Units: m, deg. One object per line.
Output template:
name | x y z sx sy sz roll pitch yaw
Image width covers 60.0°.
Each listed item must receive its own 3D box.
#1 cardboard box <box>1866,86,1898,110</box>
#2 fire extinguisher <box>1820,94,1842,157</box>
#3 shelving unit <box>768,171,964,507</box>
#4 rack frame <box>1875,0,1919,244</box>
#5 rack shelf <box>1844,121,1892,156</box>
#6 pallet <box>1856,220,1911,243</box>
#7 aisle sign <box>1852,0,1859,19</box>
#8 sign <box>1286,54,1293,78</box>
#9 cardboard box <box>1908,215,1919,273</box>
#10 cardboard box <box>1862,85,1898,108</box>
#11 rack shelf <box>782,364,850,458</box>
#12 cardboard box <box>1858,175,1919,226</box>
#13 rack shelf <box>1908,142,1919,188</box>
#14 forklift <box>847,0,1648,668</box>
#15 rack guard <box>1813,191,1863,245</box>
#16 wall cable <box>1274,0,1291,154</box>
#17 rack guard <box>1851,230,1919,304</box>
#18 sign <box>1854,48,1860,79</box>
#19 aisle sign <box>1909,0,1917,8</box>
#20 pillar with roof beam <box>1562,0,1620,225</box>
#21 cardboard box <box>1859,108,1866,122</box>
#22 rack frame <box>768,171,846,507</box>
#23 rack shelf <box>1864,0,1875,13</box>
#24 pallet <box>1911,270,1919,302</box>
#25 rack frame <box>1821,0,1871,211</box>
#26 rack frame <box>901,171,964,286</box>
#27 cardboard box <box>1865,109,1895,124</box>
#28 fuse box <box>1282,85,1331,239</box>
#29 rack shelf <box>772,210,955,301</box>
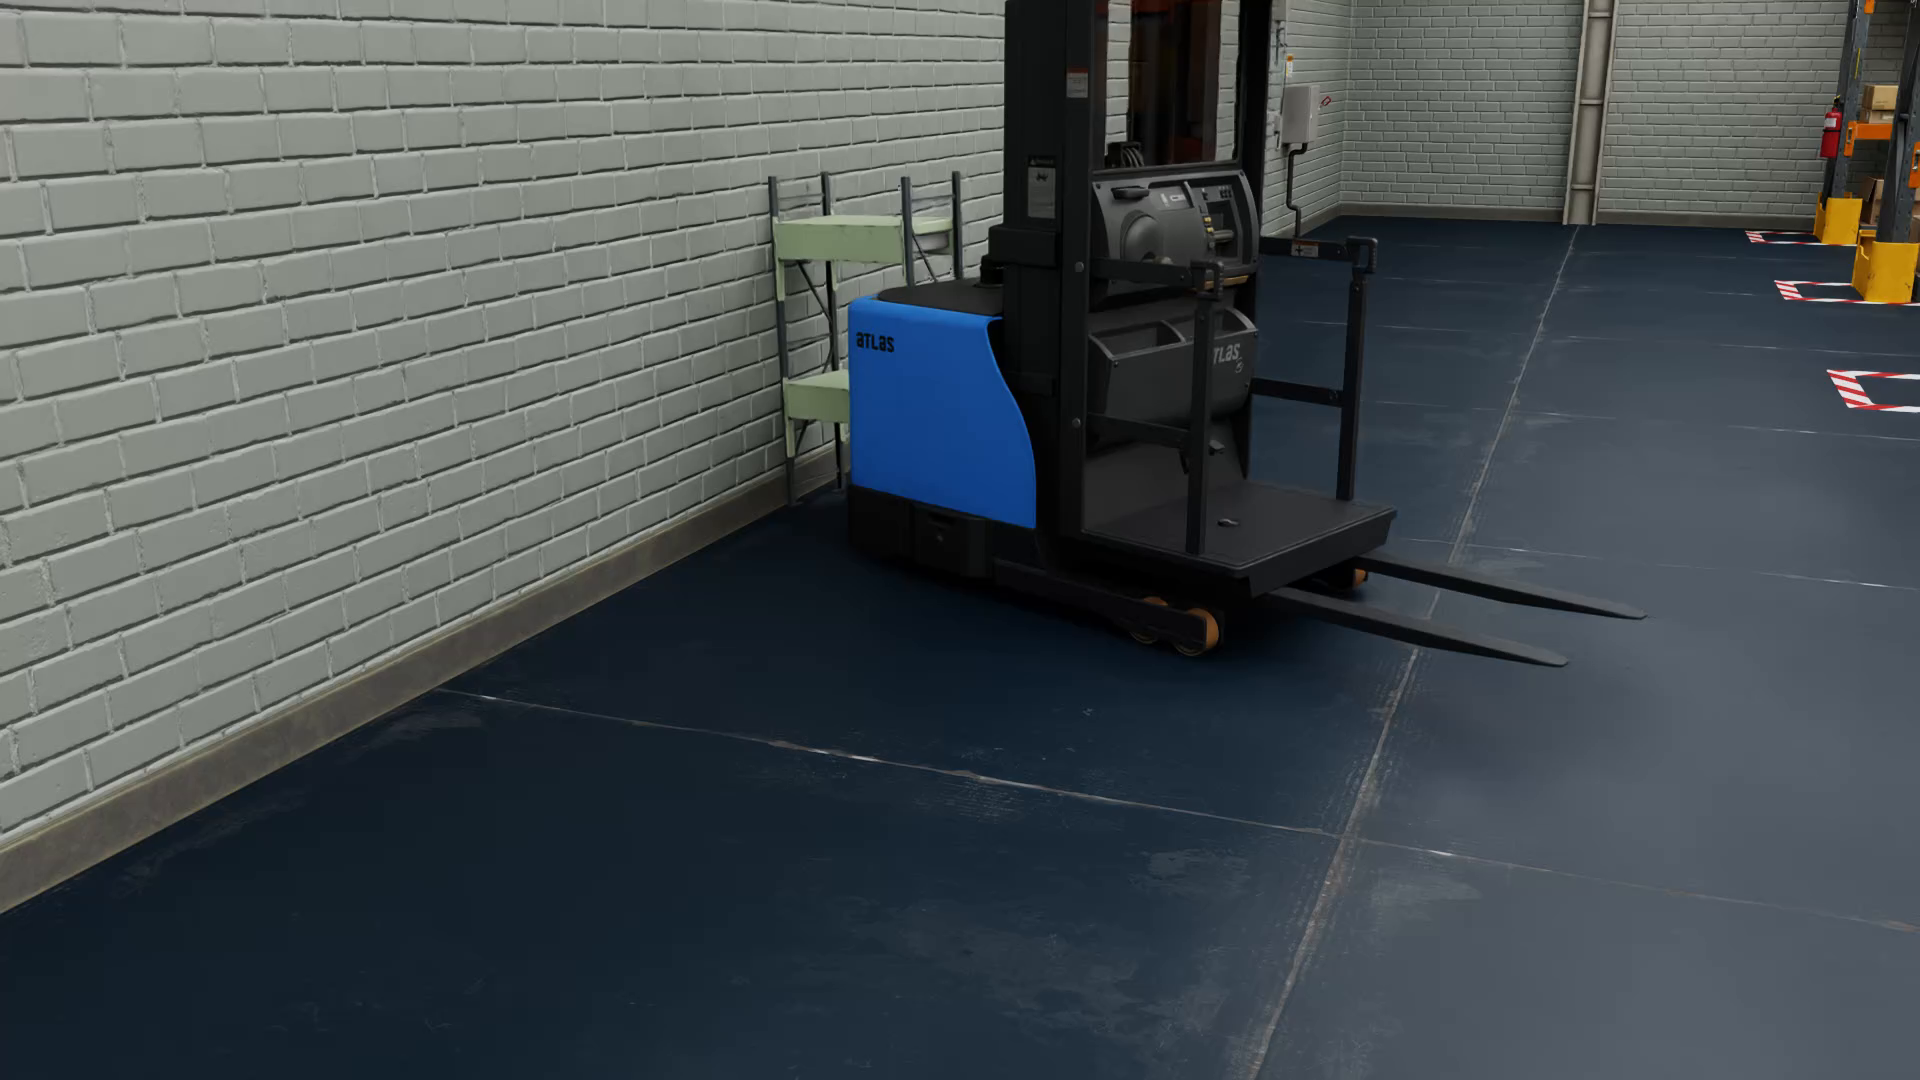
cardboard box | 10.248 -4.842 18.207 0.500 0.250 0.500 6 17 21
fire extinguisher | 9.618 -4.566 18.330 0.183 0.674 0.296 6 17 21
shelving unit | -0.397 -0.875 7.453 0.755 1.500 0.431 9 19 34
rack frame | 8.107 -3.599 14.192 0.127 3.000 1.000 6 17 21
rack shelf | 11.785 -4.337 18.023 4.000 0.370 1.077 6 17 21
pallet | 10.737 -3.459 18.710 1.213 0.211 1.003 6 17 21
aisle sign | 9.753 -6.066 18.027 0.004 0.787 0.394 6 17 21
sign | 3.546 -5.104 17.892 0.001 0.242 0.339 6 17 21
cardboard box | 8.757 -2.529 14.348 0.875 0.438 0.875 6 17 19
cardboard box | 10.450 -4.980 18.682 0.500 0.250 0.500 7 18 22
rack shelf | -0.386 -0.561 7.539 0.720 0.370 0.431 9 19 34
cardboard box | 10.459 -3.803 18.617 0.637 0.503 0.797 6 17 18
rack shelf | 9.967 -3.049 13.588 4.000 0.370 1.077 6 17 21
forklift | 0.952 -1.167 5.935 3.031 2.935 1.130 15 22 41
rack guard | 9.995 -3.679 18.950 0.348 0.500 1.175 6 17 21
wall cable | 3.362 -5.027 17.288 0.122 1.984 0.588 6 17 21
rack guard | 8.084 -2.401 14.549 0.348 0.500 1.175 6 17 21
sign | 9.726 -5.162 18.022 0.005 0.325 0.100 6 17 21
aisle sign | 8.154 -4.936 14.132 0.004 0.787 0.394 6 17 21
pillar with roof beam | 6.167 -7.161 15.701 0.400 9.000 9.100 6 17 21
cardboard box | 10.331 -4.802 18.786 0.250 0.149 0.380 6 17 20
rack frame | -0.697 -0.921 7.658 0.023 1.500 0.400 9 19 34
rack shelf | 11.785 -5.778 17.605 4.000 0.370 1.077 6 17 21
pallet | 8.879 -2.199 14.369 1.213 0.211 1.003 6 17 21
rack frame | 9.924 -4.887 18.628 0.127 3.000 1.000 6 17 21
rack frame | -0.097 -0.830 7.248 0.023 1.500 0.400 9 19 34
cardboard box | 10.130 -4.662 18.302 0.250 0.149 0.380 6 17 20
fuse box | 3.759 -4.081 18.163 0.414 1.711 0.539 6 17 21
rack shelf | -0.411 -1.252 7.350 0.720 0.370 0.431 9 19 34
